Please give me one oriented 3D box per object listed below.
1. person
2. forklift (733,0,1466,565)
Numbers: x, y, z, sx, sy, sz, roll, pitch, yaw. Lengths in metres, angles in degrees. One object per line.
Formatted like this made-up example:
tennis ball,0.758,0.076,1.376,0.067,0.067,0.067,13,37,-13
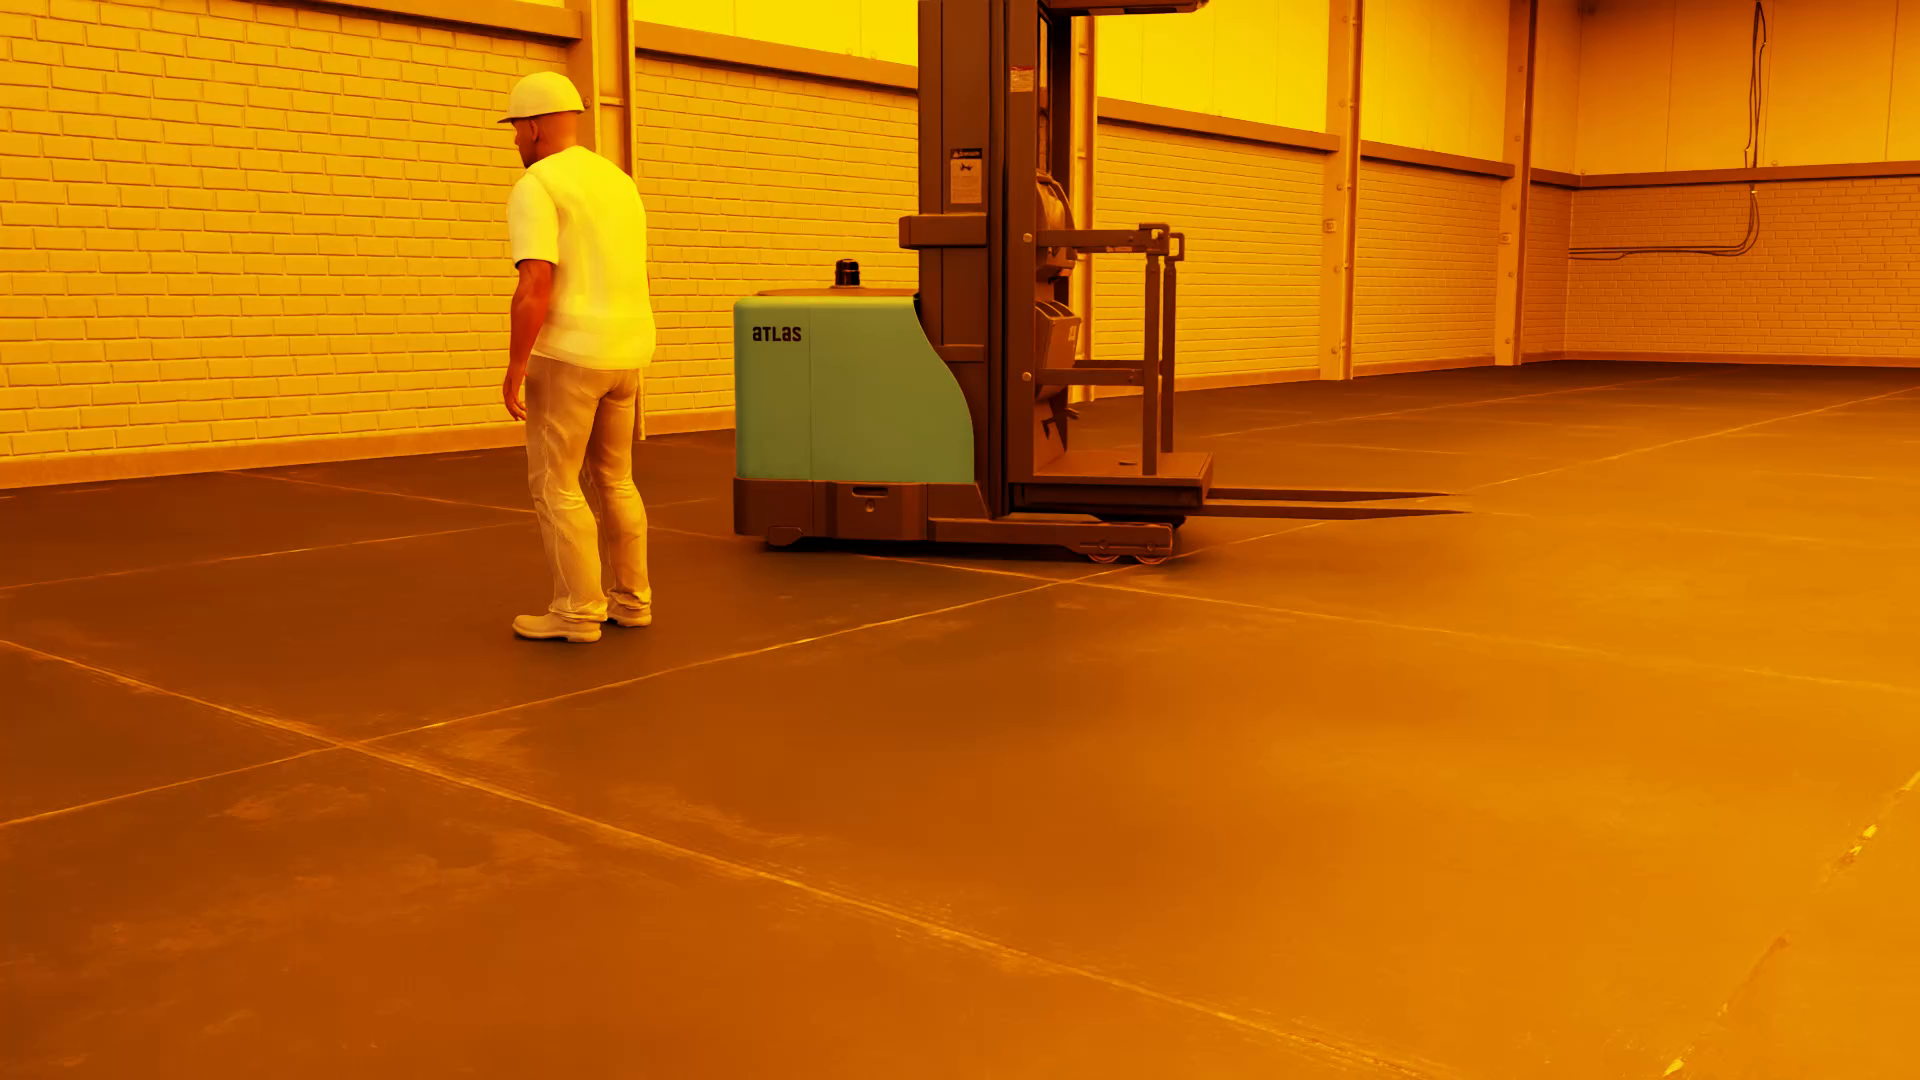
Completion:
person,-1.213,-0.570,5.242,0.462,1.759,0.633,4,9,25
forklift,0.599,-1.433,7.077,3.031,2.935,1.130,2,8,11
